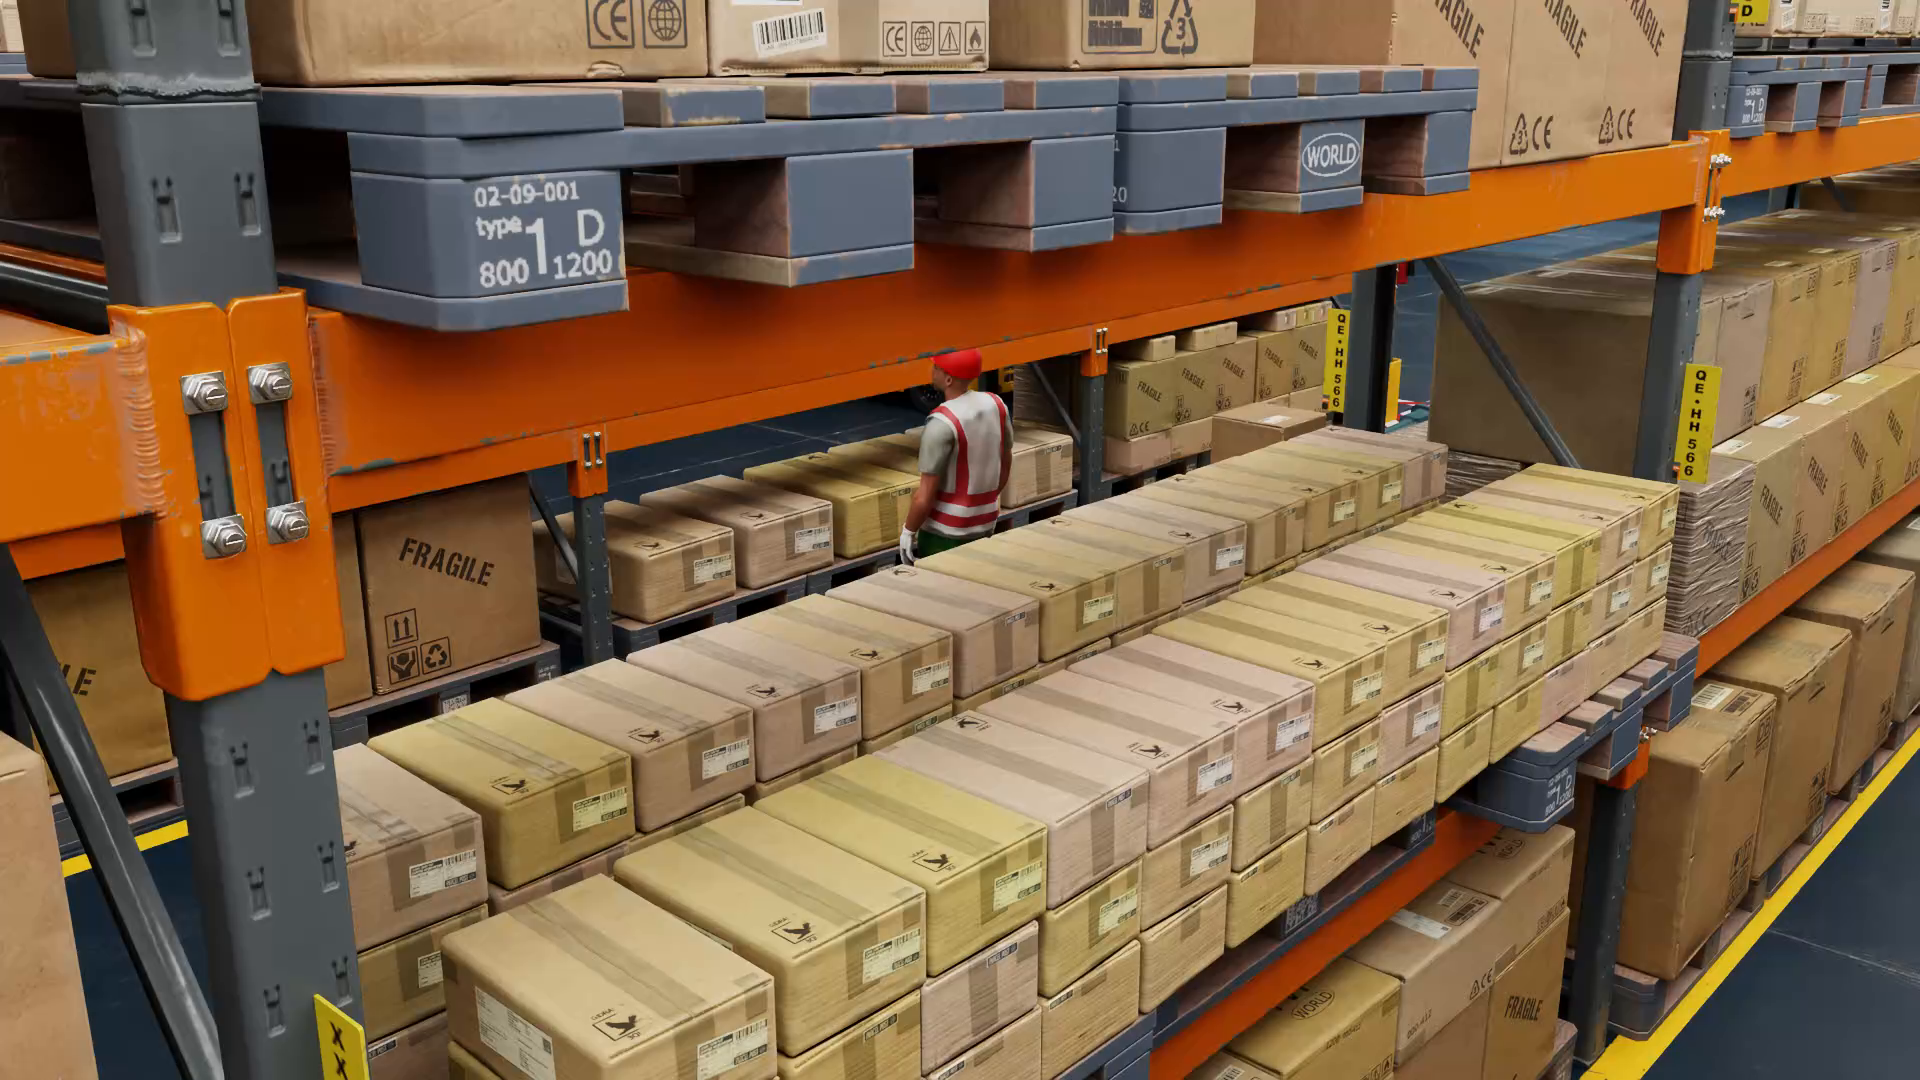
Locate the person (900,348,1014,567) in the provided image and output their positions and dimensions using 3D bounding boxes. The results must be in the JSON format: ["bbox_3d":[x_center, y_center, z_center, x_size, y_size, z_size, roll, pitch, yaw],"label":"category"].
[{"bbox_3d":[-0.076,-0.085,7.748,0.565,1.787,0.638,14,22,40],"label":"person"}]
